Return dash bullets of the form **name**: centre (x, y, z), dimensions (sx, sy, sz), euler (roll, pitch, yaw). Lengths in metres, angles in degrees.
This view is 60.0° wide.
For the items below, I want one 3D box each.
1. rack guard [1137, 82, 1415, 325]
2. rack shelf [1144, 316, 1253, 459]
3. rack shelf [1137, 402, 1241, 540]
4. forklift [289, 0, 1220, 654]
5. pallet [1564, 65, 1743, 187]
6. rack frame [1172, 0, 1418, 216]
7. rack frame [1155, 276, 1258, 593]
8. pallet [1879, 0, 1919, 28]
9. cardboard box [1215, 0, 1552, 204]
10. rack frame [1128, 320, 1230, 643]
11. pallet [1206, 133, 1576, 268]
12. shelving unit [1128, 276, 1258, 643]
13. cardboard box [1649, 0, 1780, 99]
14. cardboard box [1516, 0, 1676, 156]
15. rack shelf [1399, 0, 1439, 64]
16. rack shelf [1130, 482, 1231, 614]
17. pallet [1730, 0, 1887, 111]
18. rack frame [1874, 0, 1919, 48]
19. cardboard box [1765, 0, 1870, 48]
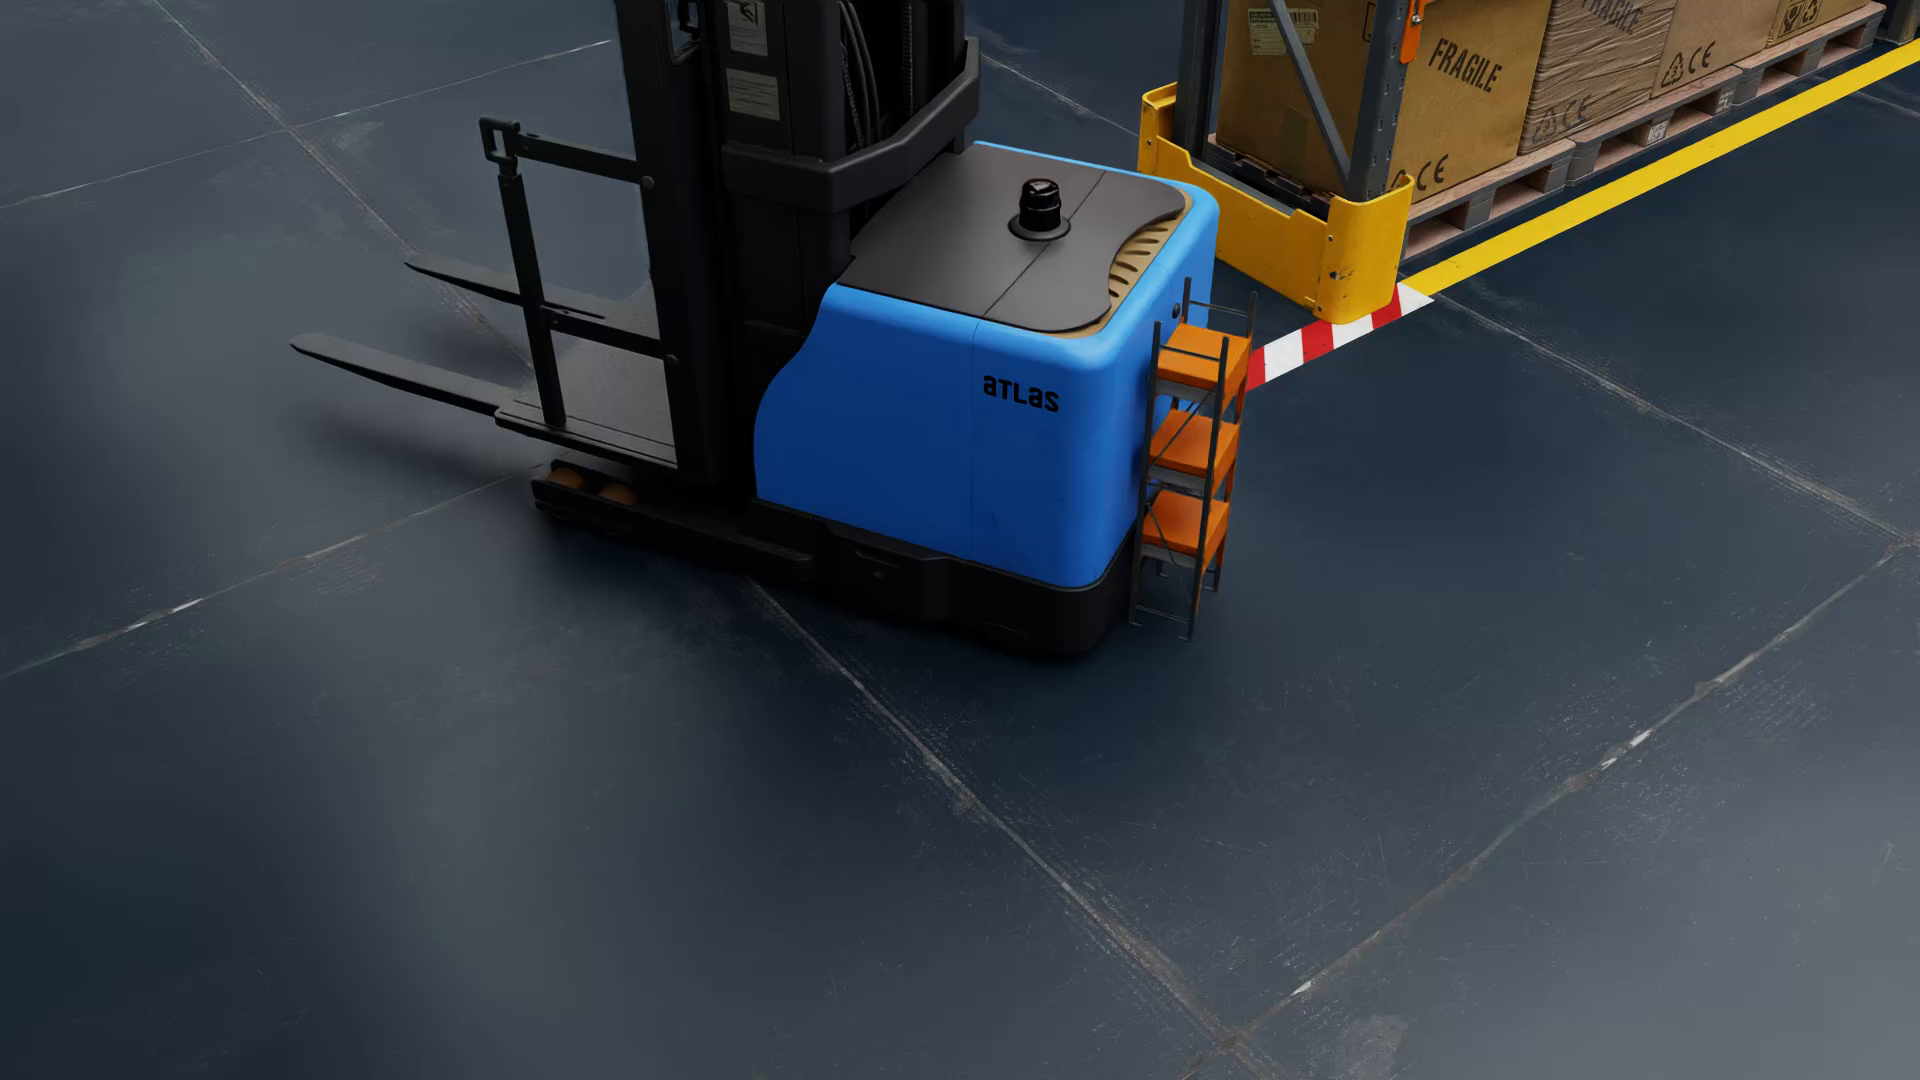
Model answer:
- **rack guard**: centre (1.191, -1.343, 6.493), dimensions (0.348, 0.500, 1.175), euler (-26, 46, -28)
- **rack shelf**: centre (0.643, -0.414, 4.496), dimensions (0.215, 0.259, 0.240), euler (16, 42, 19)
- **rack shelf**: centre (0.643, -0.195, 4.676), dimensions (0.215, 0.259, 0.240), euler (16, 42, 19)
- **forklift**: centre (-0.797, -1.431, 4.684), dimensions (3.031, 2.935, 1.130), euler (16, 42, 19)
- **pallet**: centre (2.763, -2.058, 7.592), dimensions (1.213, 0.211, 1.003), euler (-26, 46, -28)
- **rack frame**: centre (1.210, -2.319, 5.711), dimensions (0.127, 3.000, 1.000), euler (-26, 46, -28)
- **rack frame**: centre (0.694, -0.273, 4.755), dimensions (0.200, 1.050, 0.008), euler (16, 42, 19)
- **pallet**: centre (4.948, -3.122, 8.890), dimensions (1.213, 0.211, 1.003), euler (-26, 46, -28)
- **cardboard box**: centre (1.669, -1.947, 6.603), dimensions (0.875, 0.875, 0.875), euler (-26, 46, -28)
- **rack frame**: centre (0.592, -0.133, 4.584), dimensions (0.200, 1.050, 0.008), euler (16, 42, 19)
- **pallet**: centre (1.796, -1.589, 7.020), dimensions (1.213, 0.211, 1.003), euler (-26, 46, -28)
- **shelving unit**: centre (0.643, -0.203, 4.670), dimensions (0.215, 1.050, 0.252), euler (16, 42, 19)
- **cardboard box**: centre (3.096, -2.643, 7.451), dimensions (0.875, 0.875, 0.875), euler (-26, 46, -28)
- **cardboard box**: centre (2.390, -2.299, 7.031), dimensions (0.875, 0.875, 0.875), euler (-26, 46, -28)
- **rack shelf**: centre (2.796, -2.813, 6.882), dimensions (4.000, 0.370, 1.077), euler (-26, 46, -28)
- **rack shelf**: centre (0.643, 0.020, 4.853), dimensions (0.215, 0.259, 0.240), euler (16, 42, 19)
- **pallet**: centre (3.731, -2.532, 8.170), dimensions (1.213, 0.211, 1.003), euler (-26, 46, -28)
- **rack frame**: centre (4.382, -3.864, 7.596), dimensions (0.127, 3.000, 1.000), euler (-26, 46, -28)
- **cardboard box**: centre (3.810, -2.991, 7.875), dimensions (0.875, 0.875, 0.875), euler (-26, 46, -28)
